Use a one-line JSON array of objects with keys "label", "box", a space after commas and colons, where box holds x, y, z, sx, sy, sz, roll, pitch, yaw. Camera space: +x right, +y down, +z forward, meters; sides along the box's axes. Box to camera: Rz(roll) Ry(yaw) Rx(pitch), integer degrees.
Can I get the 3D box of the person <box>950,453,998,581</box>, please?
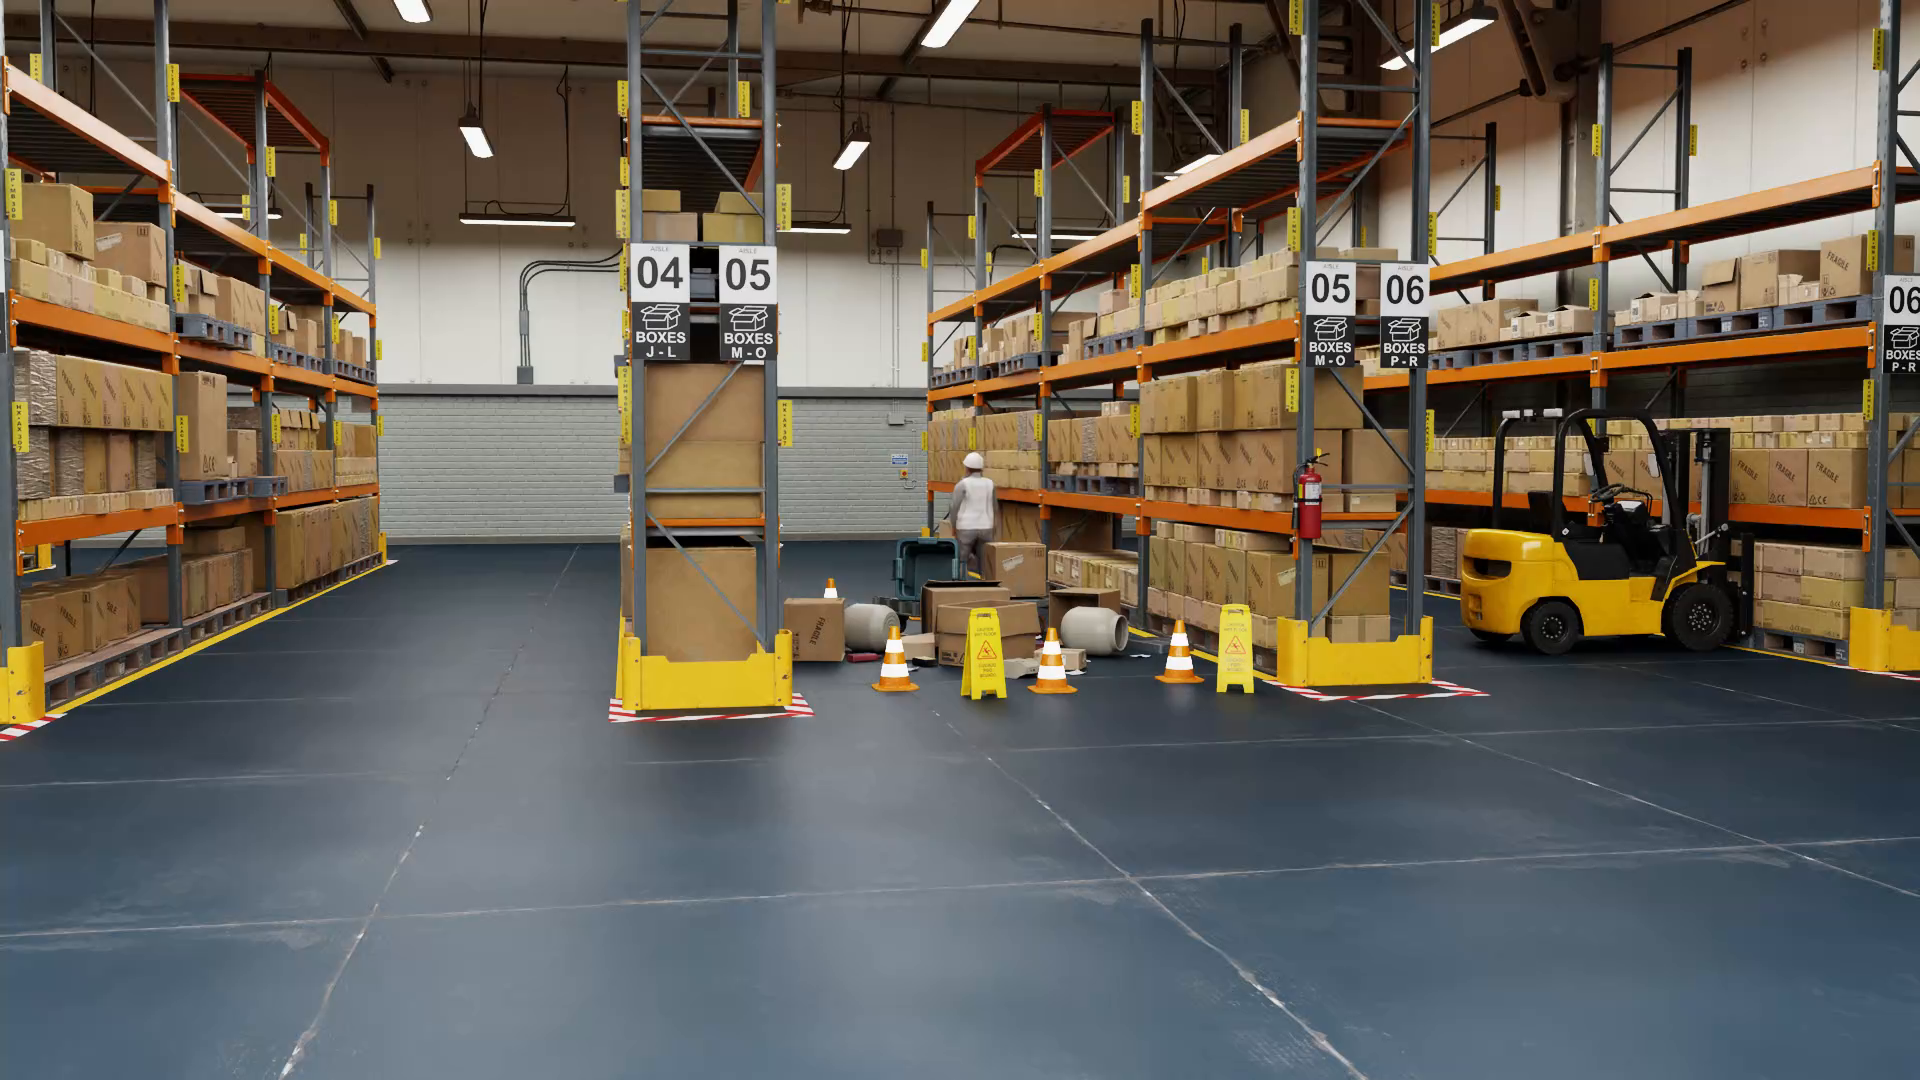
[{"label": "person", "box": [0.146, -0.115, 19.063, 0.593, 1.770, 0.482, -1, 3, -20]}]
